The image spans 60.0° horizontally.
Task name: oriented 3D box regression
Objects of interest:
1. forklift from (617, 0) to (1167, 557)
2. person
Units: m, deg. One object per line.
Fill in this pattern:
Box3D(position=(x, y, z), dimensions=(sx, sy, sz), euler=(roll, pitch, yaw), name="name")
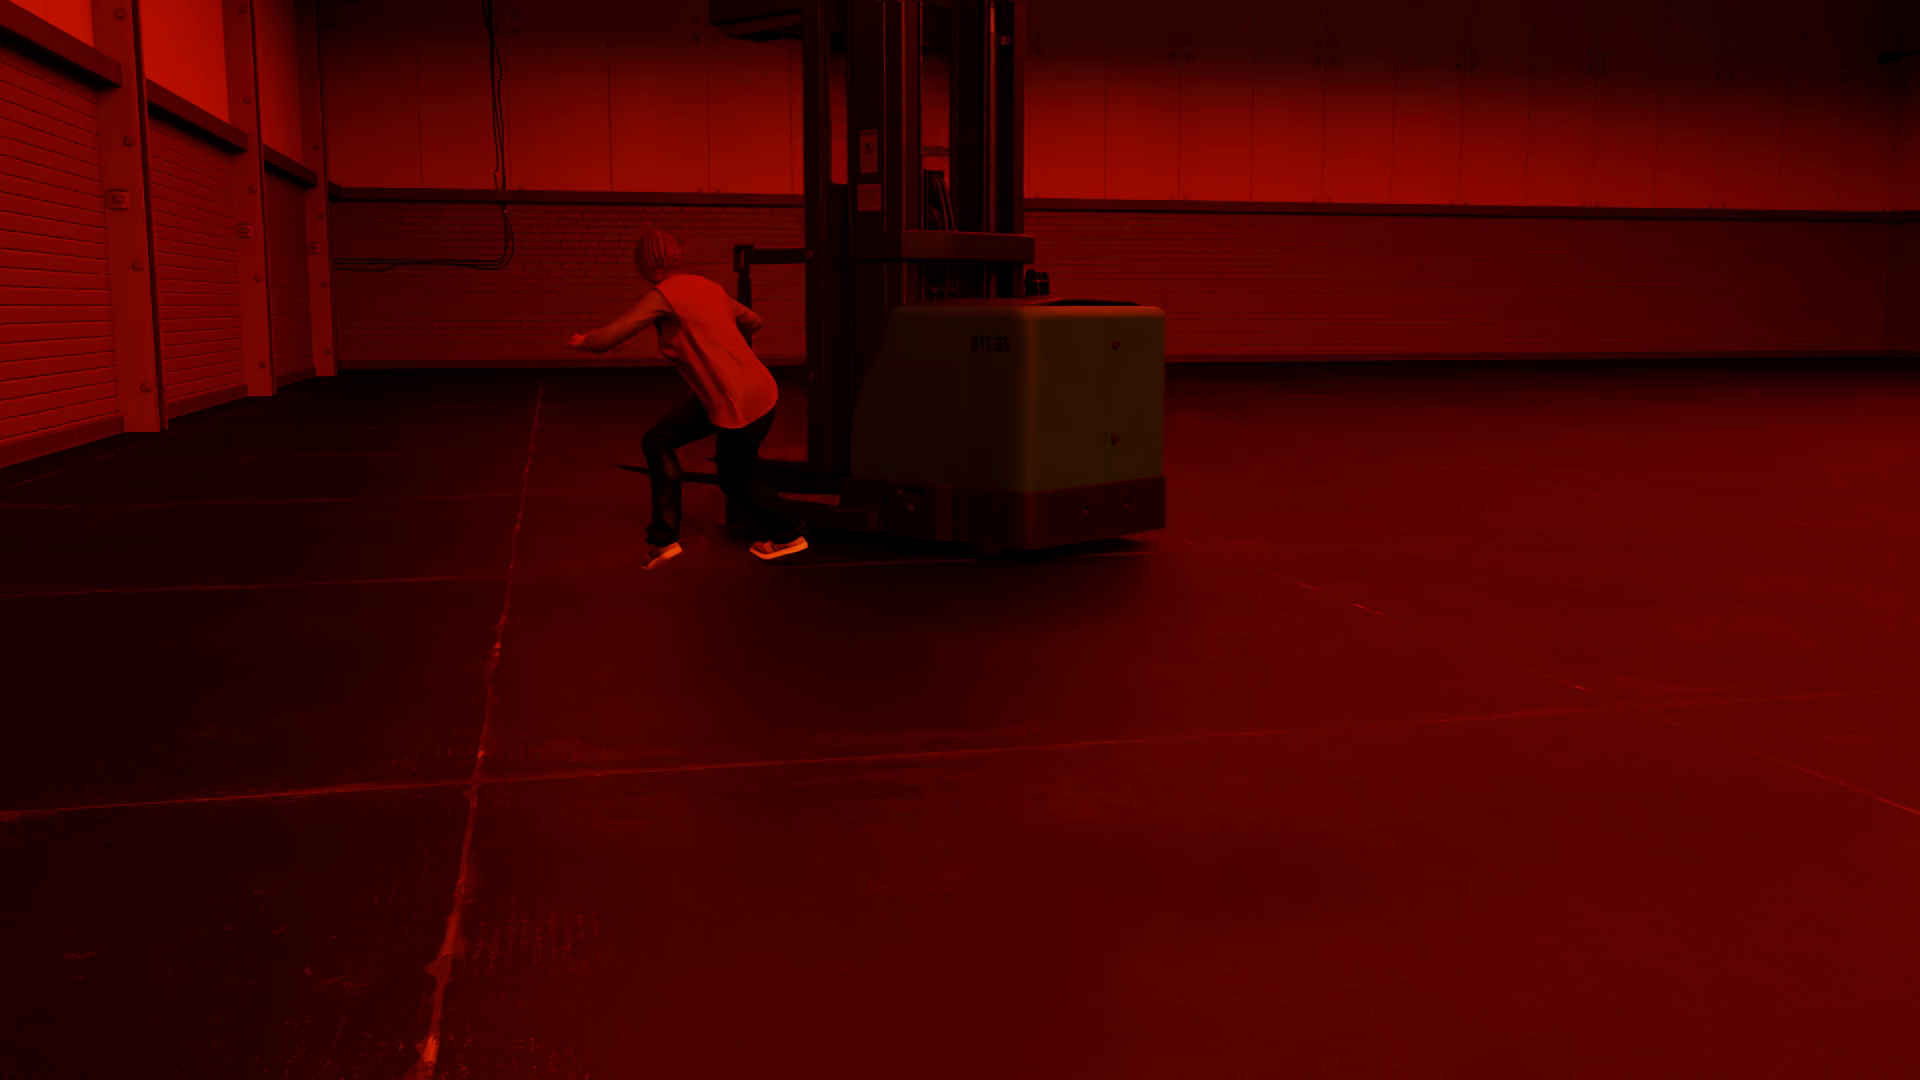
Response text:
Box3D(position=(-0.496, -1.527, 8.043), dimensions=(3.031, 2.935, 1.130), euler=(7, 11, 41), name="forklift")
Box3D(position=(-1.097, -0.545, 6.634), dimensions=(0.869, 1.348, 0.846), euler=(1, 8, 8), name="person")
